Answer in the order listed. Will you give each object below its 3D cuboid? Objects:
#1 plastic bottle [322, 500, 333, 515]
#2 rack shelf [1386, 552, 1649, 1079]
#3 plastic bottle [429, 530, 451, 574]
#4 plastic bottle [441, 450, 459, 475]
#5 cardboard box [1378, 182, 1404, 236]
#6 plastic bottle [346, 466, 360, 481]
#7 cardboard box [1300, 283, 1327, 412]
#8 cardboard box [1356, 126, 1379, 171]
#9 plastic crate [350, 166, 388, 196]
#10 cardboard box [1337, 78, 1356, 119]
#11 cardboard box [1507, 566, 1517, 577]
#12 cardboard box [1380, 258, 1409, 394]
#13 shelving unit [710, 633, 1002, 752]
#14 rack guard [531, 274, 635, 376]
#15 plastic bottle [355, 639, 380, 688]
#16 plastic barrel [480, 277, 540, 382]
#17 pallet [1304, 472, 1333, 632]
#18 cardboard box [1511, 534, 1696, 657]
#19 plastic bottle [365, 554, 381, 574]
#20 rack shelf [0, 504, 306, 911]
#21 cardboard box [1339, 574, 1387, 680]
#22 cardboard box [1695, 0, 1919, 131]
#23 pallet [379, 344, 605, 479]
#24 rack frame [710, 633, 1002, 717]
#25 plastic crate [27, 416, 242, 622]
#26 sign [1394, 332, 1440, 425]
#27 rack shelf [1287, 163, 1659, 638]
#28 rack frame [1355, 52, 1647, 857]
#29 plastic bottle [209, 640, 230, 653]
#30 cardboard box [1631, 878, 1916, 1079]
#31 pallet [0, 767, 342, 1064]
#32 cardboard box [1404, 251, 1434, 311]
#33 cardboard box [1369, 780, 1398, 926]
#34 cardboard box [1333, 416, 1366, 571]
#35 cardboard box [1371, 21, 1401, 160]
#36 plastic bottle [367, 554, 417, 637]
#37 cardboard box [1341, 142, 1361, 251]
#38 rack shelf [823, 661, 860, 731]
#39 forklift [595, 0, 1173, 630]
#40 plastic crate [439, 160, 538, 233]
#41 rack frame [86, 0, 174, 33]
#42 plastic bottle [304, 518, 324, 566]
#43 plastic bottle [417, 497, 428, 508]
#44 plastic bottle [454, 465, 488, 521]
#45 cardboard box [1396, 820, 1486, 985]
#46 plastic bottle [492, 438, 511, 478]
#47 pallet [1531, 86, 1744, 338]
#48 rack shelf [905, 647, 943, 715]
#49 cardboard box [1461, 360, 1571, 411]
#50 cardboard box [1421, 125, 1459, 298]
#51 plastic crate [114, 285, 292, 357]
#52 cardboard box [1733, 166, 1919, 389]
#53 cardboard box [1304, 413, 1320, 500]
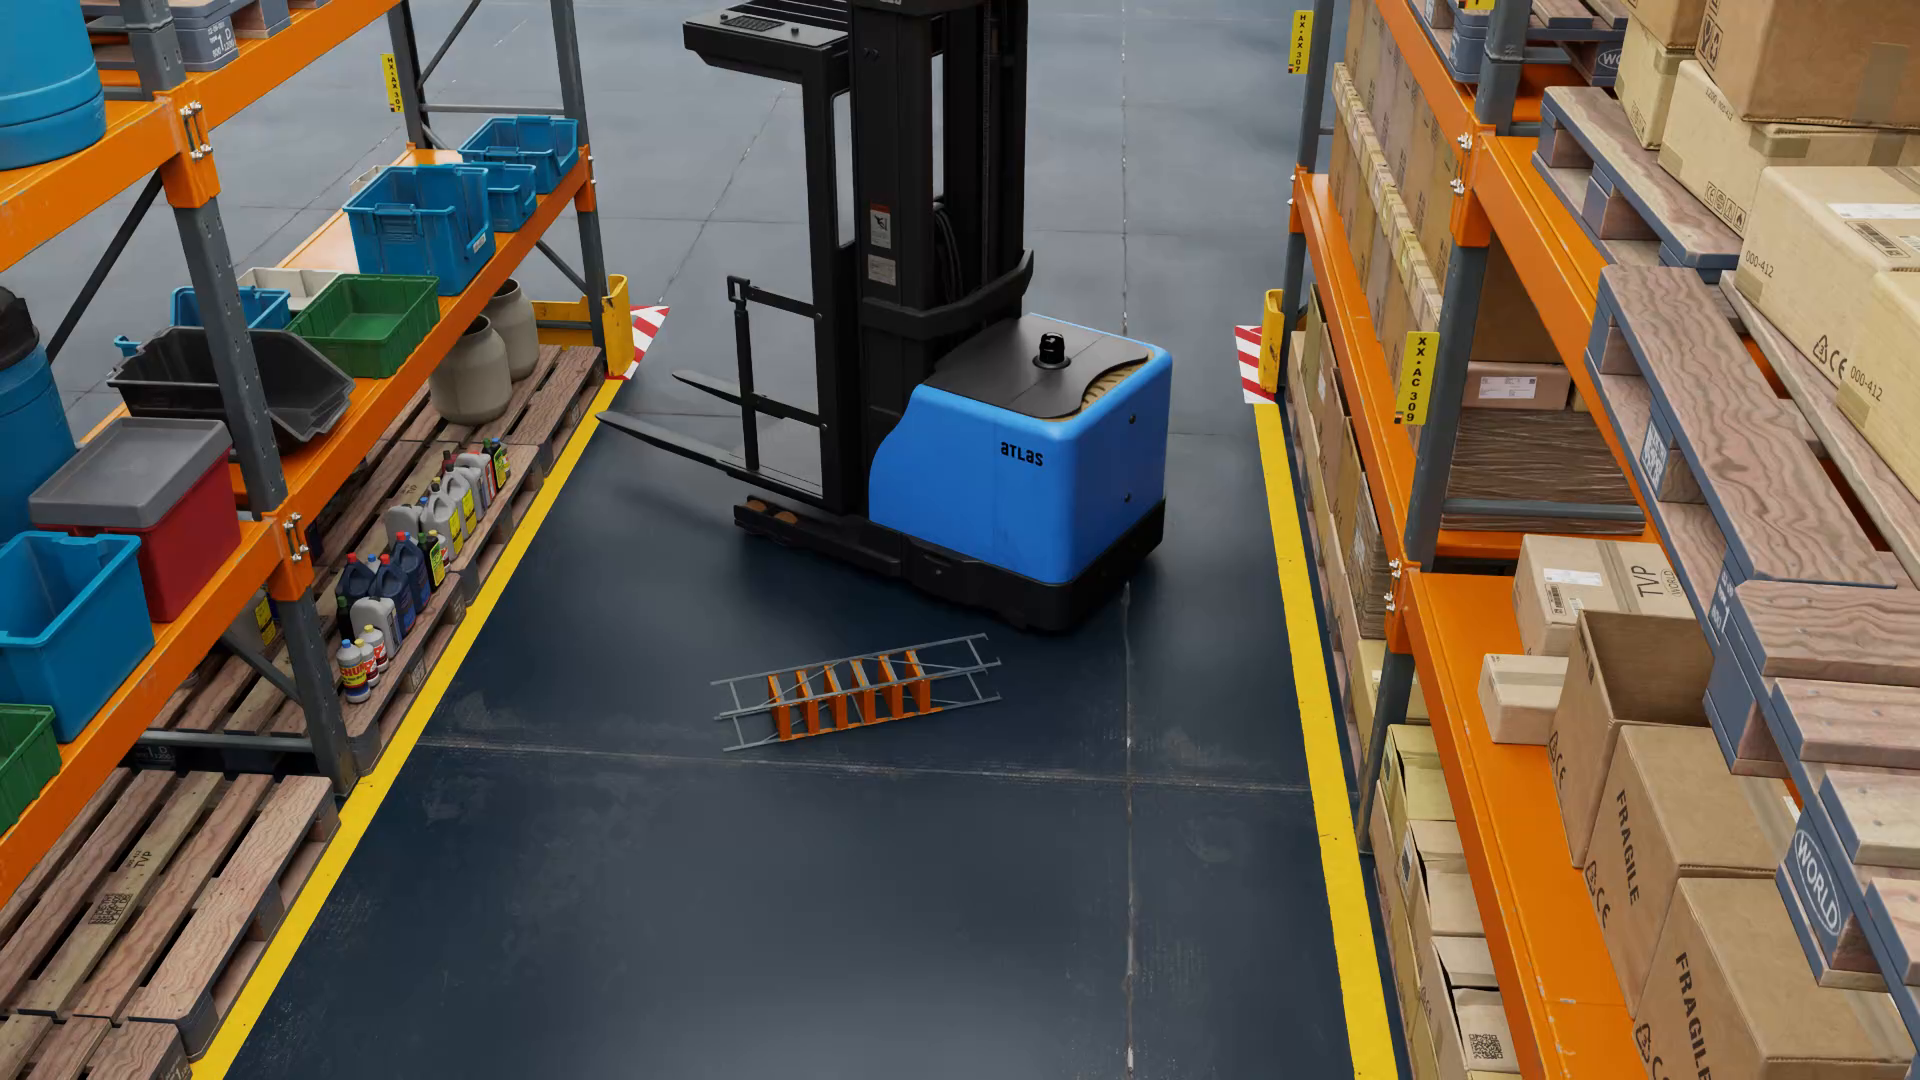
[{"bbox_3d":[-3.090,-0.256,7.987,0.097,0.271,0.097,0,32,0],"label":"plastic bottle"},{"bbox_3d":[1.853,1.261,4.031,1.077,0.370,4.000,2,32,4],"label":"rack shelf"},{"bbox_3d":[-2.380,0.049,7.559,0.097,0.201,0.097,0,32,0],"label":"plastic bottle"},{"bbox_3d":[-2.462,-0.322,8.083,0.061,0.283,0.133,2,32,4],"label":"plastic bottle"},{"bbox_3d":[1.948,-1.364,6.891,0.380,0.149,0.250,3,32,6],"label":"cardboard box"},{"bbox_3d":[-3.062,-0.403,8.293,0.097,0.201,0.097,0,32,0],"label":"plastic bottle"},{"bbox_3d":[2.037,-0.978,8.483,0.500,0.500,0.500,2,32,4],"label":"cardboard box"},{"bbox_3d":[2.012,-1.766,7.542,0.380,0.149,0.250,1,32,2],"label":"cardboard box"},{"bbox_3d":[-2.989,-1.830,8.612,0.298,0.136,0.250,2,32,4],"label":"plastic crate"},{"bbox_3d":[2.076,-2.167,8.194,0.380,0.149,0.250,2,32,3],"label":"cardboard box"},{"bbox_3d":[2.365,0.352,6.325,0.500,0.500,0.500,2,32,4],"label":"cardboard box"},{"bbox_3d":[2.127,-0.904,6.763,0.700,0.500,0.500,3,32,5],"label":"cardboard box"},{"bbox_3d":[-0.432,0.639,7.027,1.200,0.189,0.258,-9,33,-14],"label":"shelving unit"},{"bbox_3d":[-2.555,-1.290,9.867,1.175,0.500,0.348,2,32,4],"label":"rack guard"},{"bbox_3d":[-2.450,0.498,6.830,0.097,0.201,0.097,0,32,0],"label":"plastic bottle"},{"bbox_3d":[-2.573,-1.169,9.258,0.421,0.512,0.421,0,32,0],"label":"plastic barrel"},{"bbox_3d":[2.219,0.042,7.980,1.003,0.211,1.213,2,32,4],"label":"pallet"},{"bbox_3d":[2.019,0.232,5.157,0.500,0.250,0.500,4,32,7],"label":"cardboard box"},{"bbox_3d":[-2.550,0.184,7.273,0.097,0.271,0.097,0,32,0],"label":"plastic bottle"},{"bbox_3d":[-3.084,1.047,4.377,1.077,0.370,4.000,2,32,4],"label":"rack shelf"},{"bbox_3d":[1.886,0.388,6.982,0.500,0.250,0.500,2,32,4],"label":"cardboard box"},{"bbox_3d":[1.903,-1.183,3.479,0.500,0.500,0.500,5,32,9],"label":"cardboard box"},{"bbox_3d":[-2.626,-0.743,9.254,1.003,0.211,1.213,2,32,4],"label":"pallet"},{"bbox_3d":[-0.432,0.561,6.979,1.200,0.006,0.240,-9,33,-14],"label":"rack frame"},{"bbox_3d":[-2.656,-0.066,5.437,0.402,0.464,0.583,2,32,4],"label":"plastic crate"},{"bbox_3d":[1.462,-0.516,5.328,0.100,0.325,0.005,2,32,4],"label":"sign"},{"bbox_3d":[2.178,-0.831,7.425,1.077,0.370,4.000,2,32,4],"label":"rack shelf"},{"bbox_3d":[2.015,-0.091,5.539,1.000,3.000,0.127,2,32,4],"label":"rack frame"},{"bbox_3d":[-3.156,0.287,7.031,0.144,0.351,0.185,2,32,3],"label":"plastic bottle"},{"bbox_3d":[1.810,1.080,3.543,0.500,0.500,0.500,1,32,1],"label":"cardboard box"},{"bbox_3d":[-2.946,1.295,5.948,1.003,0.211,1.213,2,32,4],"label":"pallet"},{"bbox_3d":[1.885,-0.965,6.243,0.380,0.149,0.250,2,32,4],"label":"cardboard box"},{"bbox_3d":[1.736,1.101,5.825,0.500,0.250,0.500,2,32,3],"label":"cardboard box"},{"bbox_3d":[1.925,-0.193,7.210,0.500,0.500,0.500,2,32,4],"label":"cardboard box"},{"bbox_3d":[2.208,-1.968,7.252,0.700,0.500,0.500,3,32,4],"label":"cardboard box"},{"bbox_3d":[-2.442,0.231,7.121,0.144,0.351,0.185,3,32,5],"label":"plastic bottle"},{"bbox_3d":[2.252,-1.707,8.065,0.700,0.500,0.500,3,32,5],"label":"cardboard box"},{"bbox_3d":[-0.504,0.651,7.008,0.103,0.180,0.258,-9,33,-14],"label":"rack shelf"},{"bbox_3d":[-0.518,-1.430,7.776,3.031,2.935,1.130,19,37,28],"label":"forklift"},{"bbox_3d":[-2.397,-1.719,8.322,0.499,0.251,0.408,2,32,4],"label":"plastic crate"},{"bbox_3d":[-2.921,-2.859,4.311,1.000,3.000,0.127,2,32,4],"label":"rack frame"},{"bbox_3d":[-2.991,-0.034,7.617,0.061,0.283,0.133,2,32,4],"label":"plastic bottle"},{"bbox_3d":[-2.501,-0.106,7.810,0.097,0.201,0.097,0,32,0],"label":"plastic bottle"},{"bbox_3d":[-2.367,-0.242,7.960,0.152,0.276,0.135,2,32,3],"label":"plastic bottle"},{"bbox_3d":[1.688,1.129,5.245,0.500,0.311,0.500,2,32,3],"label":"cardboard box"},{"bbox_3d":[-2.308,-0.413,8.309,0.097,0.201,0.097,0,32,0],"label":"plastic bottle"},{"bbox_3d":[1.957,-0.825,4.053,0.805,0.209,1.217,1,32,2],"label":"pallet"},{"bbox_3d":[-0.160,0.594,7.096,0.103,0.180,0.258,-9,33,-14],"label":"rack shelf"},{"bbox_3d":[1.824,-0.561,5.588,0.380,0.149,0.250,2,32,4],"label":"cardboard box"},{"bbox_3d":[2.085,-1.183,5.978,0.700,0.500,0.500,2,32,4],"label":"cardboard box"},{"bbox_3d":[-3.102,-0.832,6.882,0.499,0.251,0.616,2,32,4],"label":"plastic crate"},{"bbox_3d":[1.799,-0.486,3.063,0.500,0.250,0.500,0,32,0],"label":"cardboard box"},{"bbox_3d":[1.998,-0.397,8.256,0.500,0.250,0.500,2,32,4],"label":"cardboard box"}]
